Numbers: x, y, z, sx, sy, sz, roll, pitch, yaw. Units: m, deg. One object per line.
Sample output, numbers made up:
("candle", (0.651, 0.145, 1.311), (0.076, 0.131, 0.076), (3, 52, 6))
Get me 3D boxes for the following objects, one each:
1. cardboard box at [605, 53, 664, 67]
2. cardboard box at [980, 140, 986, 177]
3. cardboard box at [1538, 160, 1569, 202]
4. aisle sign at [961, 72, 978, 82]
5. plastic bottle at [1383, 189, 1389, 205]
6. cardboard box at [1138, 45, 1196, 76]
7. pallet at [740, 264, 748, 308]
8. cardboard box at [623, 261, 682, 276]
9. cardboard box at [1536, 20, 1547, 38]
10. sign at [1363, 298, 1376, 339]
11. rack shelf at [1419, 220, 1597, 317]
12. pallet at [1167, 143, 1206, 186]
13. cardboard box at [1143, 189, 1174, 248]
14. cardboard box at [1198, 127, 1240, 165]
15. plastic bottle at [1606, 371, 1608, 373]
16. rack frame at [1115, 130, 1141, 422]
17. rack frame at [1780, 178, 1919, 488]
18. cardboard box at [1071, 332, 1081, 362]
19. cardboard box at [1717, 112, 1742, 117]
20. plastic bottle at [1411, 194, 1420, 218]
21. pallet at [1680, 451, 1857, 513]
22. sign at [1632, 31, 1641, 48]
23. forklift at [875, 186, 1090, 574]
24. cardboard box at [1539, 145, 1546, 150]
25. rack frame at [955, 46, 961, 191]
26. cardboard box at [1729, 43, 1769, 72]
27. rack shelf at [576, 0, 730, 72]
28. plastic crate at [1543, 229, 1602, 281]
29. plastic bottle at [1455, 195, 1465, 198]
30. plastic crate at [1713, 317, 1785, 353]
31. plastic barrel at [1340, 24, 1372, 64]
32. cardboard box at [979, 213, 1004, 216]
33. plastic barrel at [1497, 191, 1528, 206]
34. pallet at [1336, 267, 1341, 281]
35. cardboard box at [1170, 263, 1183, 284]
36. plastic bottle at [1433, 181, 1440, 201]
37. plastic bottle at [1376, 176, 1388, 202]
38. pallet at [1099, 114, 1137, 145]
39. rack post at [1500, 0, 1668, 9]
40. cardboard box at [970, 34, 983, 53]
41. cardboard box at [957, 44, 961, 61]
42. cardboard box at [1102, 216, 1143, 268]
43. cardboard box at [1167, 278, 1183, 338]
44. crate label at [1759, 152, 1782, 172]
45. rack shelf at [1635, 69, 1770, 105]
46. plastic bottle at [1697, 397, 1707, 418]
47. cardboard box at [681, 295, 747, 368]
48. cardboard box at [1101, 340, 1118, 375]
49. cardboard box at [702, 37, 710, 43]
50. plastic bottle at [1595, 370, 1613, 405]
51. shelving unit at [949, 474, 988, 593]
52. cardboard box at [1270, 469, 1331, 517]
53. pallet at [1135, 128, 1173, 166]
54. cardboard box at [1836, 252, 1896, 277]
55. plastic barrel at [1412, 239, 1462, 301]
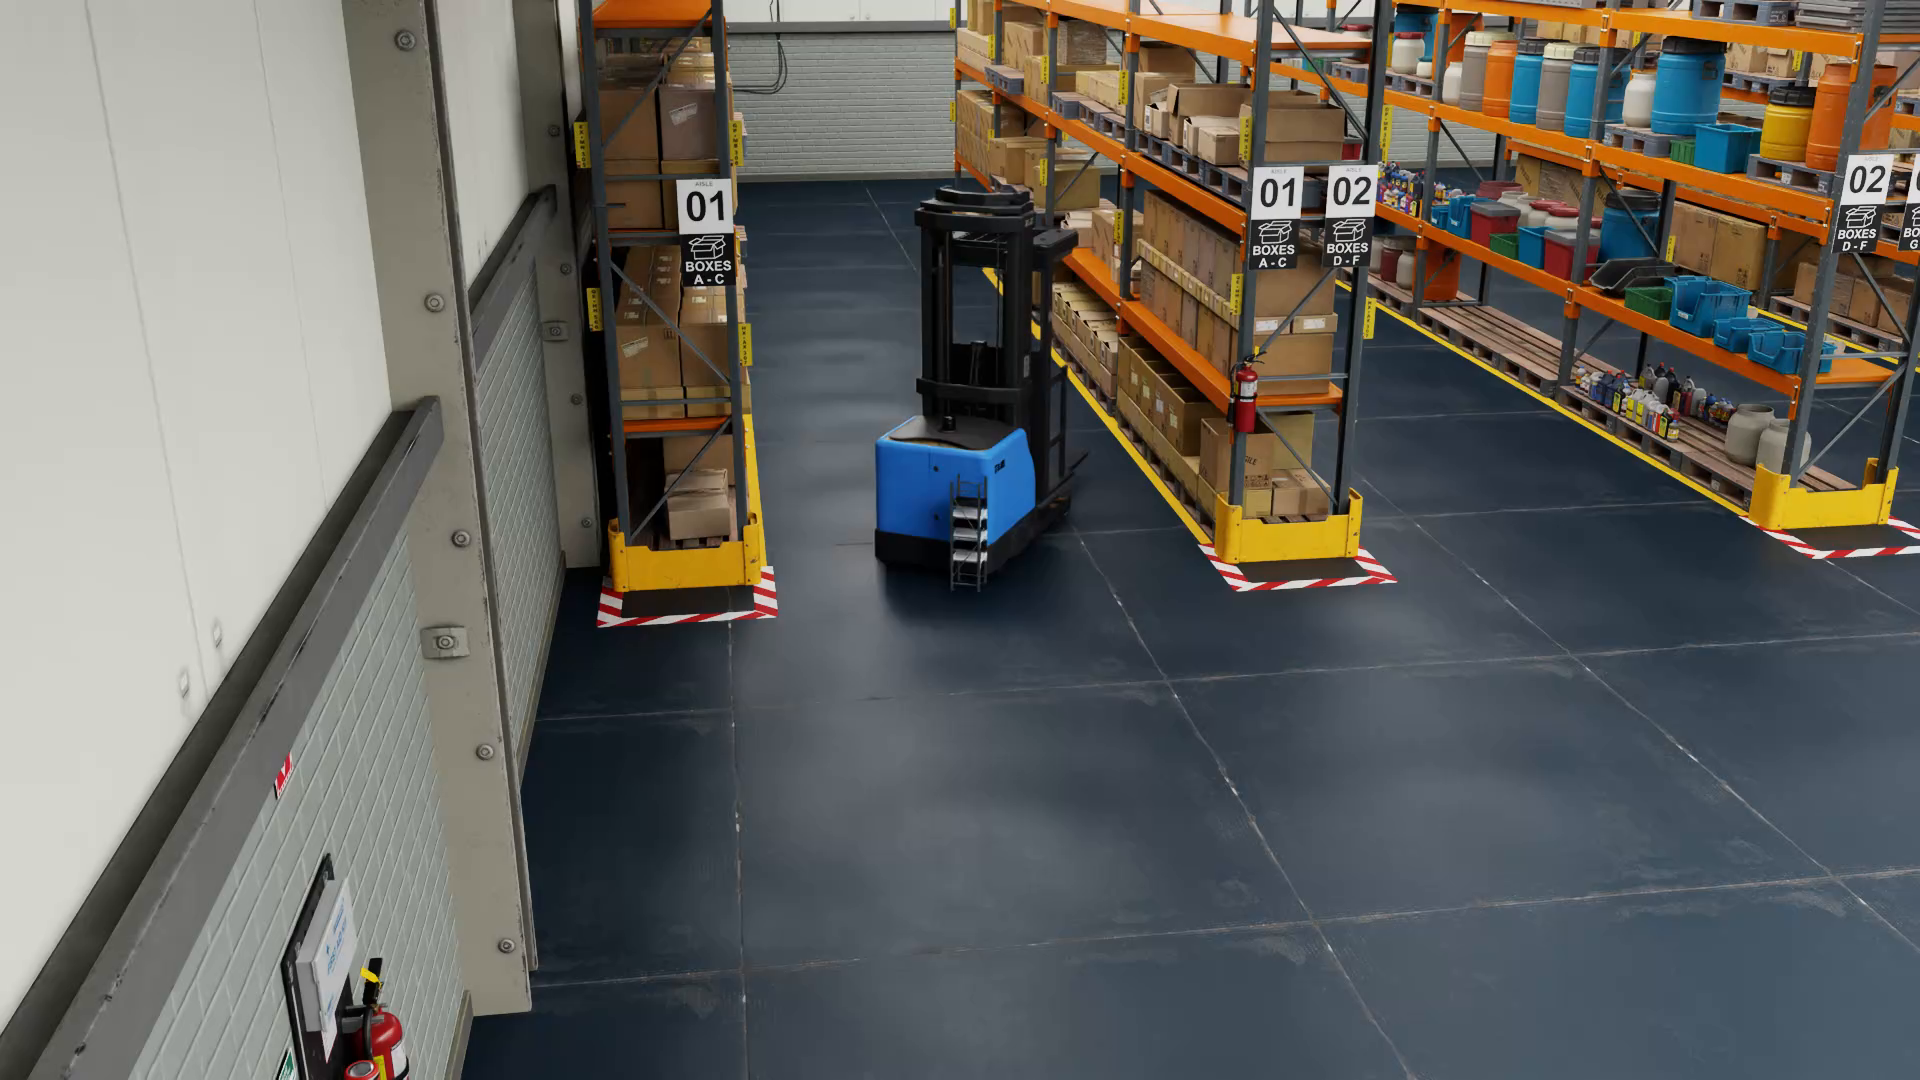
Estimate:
("cardboard box", (-2.966, -4.185, 15.247), (0.500, 0.500, 0.500), (-2, 21, -7))
("cardboard box", (0.593, -5.846, 25.438), (0.500, 0.500, 0.500), (-2, 21, -6))
("cardboard box", (10.524, -6.012, 28.463), (0.875, 0.875, 0.875), (-3, 21, -8))
("aisle sign", (0.118, -8.072, 27.826), (0.394, 0.787, 0.004), (-3, 21, -8))
("plastic bottle", (5.863, -4.706, 22.814), (0.097, 0.201, 0.097), (0, 20, 0))
("cardboard box", (2.098, -4.789, 17.007), (0.500, 0.500, 0.500), (-3, 21, -7))
("pallet", (-2.720, -2.622, 17.222), (1.003, 0.211, 1.213), (-3, 21, -8))
("cardboard box", (-2.755, -2.204, 14.945), (0.500, 0.500, 0.500), (-2, 21, -6))
("cardboard box", (10.350, -8.862, 28.483), (0.700, 0.500, 0.500), (-4, 21, -11))
("sign", (3.275, -1.774, 13.329), (0.100, 0.325, 0.005), (-3, 21, -8))
("rack shelf", (6.762, -3.295, 19.778), (1.077, 0.370, 4.000), (-3, 21, -8))
("pallet", (2.469, -3.339, 14.708), (1.003, 0.211, 1.213), (-3, 21, -8))
("cardboard box", (2.218, -3.192, 16.478), (0.700, 0.500, 0.500), (-3, 21, -7))
("cardboard box", (2.298, -3.288, 13.860), (0.500, 0.250, 0.500), (-3, 21, -8))
("plastic bottle", (6.841, -1.635, 17.561), (0.061, 0.283, 0.133), (-3, 21, -8))
("rack frame", (2.148, -2.691, 17.133), (1.000, 3.000, 0.127), (-3, 21, -8))
("rack frame", (7.627, -1.554, 14.090), (1.000, 3.000, 0.127), (-3, 21, -8))
("cardboard box", (1.584, -2.257, 19.301), (0.500, 0.250, 0.500), (-2, 21, -7))
("cardboard box", (10.986, -6.017, 24.461), (0.797, 0.503, 0.637), (-3, 21, -7))
("plastic bottle", (5.993, -4.388, 21.844), (0.061, 0.283, 0.133), (-3, 21, -8))
("pallet", (7.457, -0.553, 15.396), (1.003, 0.211, 1.213), (-3, 21, -8))
("sign", (10.249, -7.615, 25.178), (0.100, 0.325, 0.005), (-3, 21, -8))
("forklift", (0.342, -1.580, 14.257), (1.130, 2.935, 3.031), (8, 22, 21))
("cardboard box", (10.096, -6.731, 28.309), (0.380, 0.149, 0.250), (-3, 21, -9))
("rack frame", (0.418, -6.845, 28.257), (1.000, 3.000, 0.127), (-3, 21, -8))
("cardboard box", (11.004, -6.725, 22.903), (0.500, 0.500, 0.500), (-2, 21, -5))
("rack shelf", (-2.465, -4.219, 13.683), (1.077, 0.370, 4.000), (-3, 21, -8))
("plastic crate", (6.678, -3.121, 18.195), (0.402, 0.464, 0.583), (-3, 21, -8))
("plastic bottle", (6.580, -4.424, 21.952), (0.152, 0.276, 0.135), (-3, 21, -8))
("plastic crate", (7.170, -1.868, 15.143), (0.499, 0.251, 0.408), (-3, 21, -8))
("plastic barrel", (5.725, -7.180, 24.071), (0.433, 0.535, 0.433), (0, 20, 0))
("cardboard box", (0.719, -5.147, 26.650), (0.797, 0.503, 0.637), (-3, 21, -8))
("plastic barrel", (6.833, -4.031, 20.562), (0.421, 0.512, 0.421), (0, 20, 0))
("pallet", (5.967, -4.133, 24.981), (1.003, 0.211, 1.213), (-3, 21, -8))
("cardboard box", (2.185, -2.493, 15.533), (0.380, 0.149, 0.250), (-4, 21, -9))
("plastic bottle", (6.610, -4.838, 23.049), (0.061, 0.283, 0.133), (-3, 21, -8))
("plastic bottle", (5.847, -4.872, 23.045), (0.144, 0.351, 0.185), (-3, 21, -8))
("pallet", (2.008, -4.311, 17.457), (0.805, 0.209, 1.217), (-4, 21, -10))
("rack post", (6.681, -6.521, 18.528), (1.013, 1.000, 3.121), (-3, 21, -8))
("cardboard box", (0.446, -7.704, 25.768), (0.500, 0.250, 0.500), (-3, 21, -8))
("cardboard box", (0.241, -7.990, 27.248), (0.500, 0.250, 0.500), (-3, 21, -8))
("cardboard box", (1.905, -3.360, 18.782), (0.500, 0.500, 0.500), (-3, 21, -8))
("cardboard box", (2.369, -2.228, 15.751), (0.700, 0.500, 0.500), (-3, 21, -7))
("crate label", (7.684, -3.554, 15.371), (0.502, 0.251, 0.408), (-3, 21, -8))
("rack shelf", (11.086, -6.335, 23.630), (1.077, 0.370, 4.000), (-3, 21, -8))
("plastic bottle", (7.566, -1.352, 16.919), (0.097, 0.201, 0.097), (0, 20, 0))
("cardboard box", (-2.010, -1.697, 13.587), (0.500, 0.500, 0.500), (-3, 21, -8))
("cardboard box", (1.806, -1.988, 17.779), (0.500, 0.311, 0.500), (-3, 21, -8))
("cardboard box", (-3.732, -7.400, 23.855), (0.500, 0.500, 0.500), (-3, 21, -8))
("plastic bottle", (6.756, -1.604, 17.381), (0.144, 0.351, 0.185), (-2, 21, -6))
("shelving unit", (0.069, -0.049, 13.060), (0.258, 0.900, 0.210), (6, 21, 15))
("cardboard box", (2.867, -0.411, 14.360), (0.500, 0.250, 0.500), (-3, 21, -8))
("pallet", (2.297, -3.760, 15.836), (1.003, 0.211, 1.213), (-3, 21, -8))
("cardboard box", (11.587, -3.547, 21.297), (0.500, 0.250, 0.500), (-1, 20, -2))
("plastic barrel", (6.386, -3.673, 22.264), (0.600, 0.830, 0.708), (-3, 21, -8))
